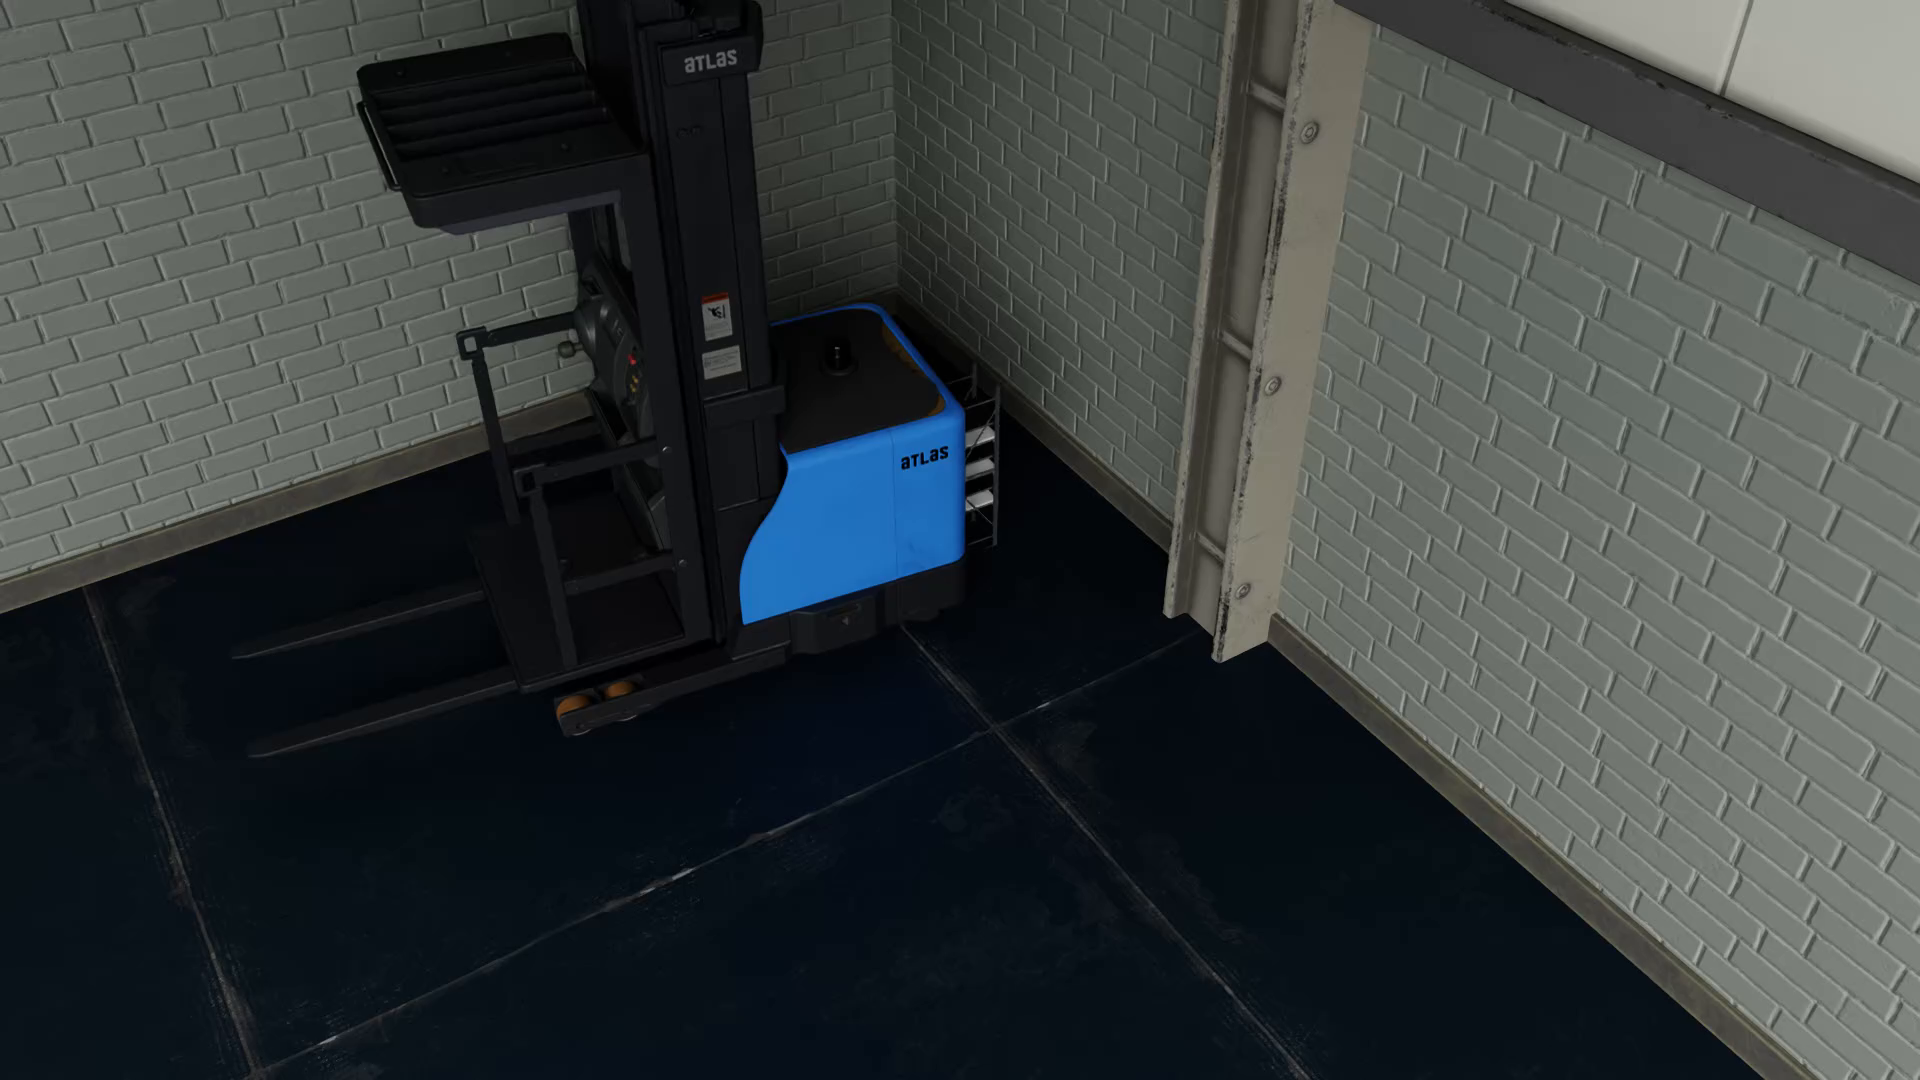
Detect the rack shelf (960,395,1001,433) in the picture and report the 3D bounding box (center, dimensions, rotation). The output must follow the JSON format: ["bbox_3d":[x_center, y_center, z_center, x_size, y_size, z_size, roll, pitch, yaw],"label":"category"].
[{"bbox_3d":[0.019,-0.526,7.368,0.258,0.077,0.200,-20,44,-22],"label":"rack shelf"}]

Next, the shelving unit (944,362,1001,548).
[{"bbox_3d":[0.019,-0.344,7.520,0.258,0.900,0.210,-20,44,-22],"label":"shelving unit"}]

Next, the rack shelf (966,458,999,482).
[{"bbox_3d":[0.019,-0.318,7.541,0.258,0.077,0.200,-20,44,-22],"label":"rack shelf"}]

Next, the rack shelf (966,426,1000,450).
[{"bbox_3d":[0.019,-0.457,7.426,0.258,0.077,0.200,-20,44,-22],"label":"rack shelf"}]

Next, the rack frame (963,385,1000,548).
[{"bbox_3d":[0.068,-0.287,7.452,0.240,0.900,0.006,-20,44,-22],"label":"rack frame"}]

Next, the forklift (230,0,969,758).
[{"bbox_3d":[-1.523,-0.710,6.373,3.031,2.935,1.130,-16,43,-19],"label":"forklift"}]

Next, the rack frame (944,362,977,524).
[{"bbox_3d":[-0.031,-0.401,7.588,0.240,0.900,0.006,-20,44,-22],"label":"rack frame"}]

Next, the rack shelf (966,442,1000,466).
[{"bbox_3d":[0.019,-0.387,7.484,0.258,0.077,0.200,-20,44,-22],"label":"rack shelf"}]

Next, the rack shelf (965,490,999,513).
[{"bbox_3d":[0.018,-0.180,7.656,0.258,0.077,0.200,-20,44,-22],"label":"rack shelf"}]

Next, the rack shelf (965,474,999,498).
[{"bbox_3d":[0.018,-0.249,7.599,0.258,0.077,0.200,-20,44,-22],"label":"rack shelf"}]

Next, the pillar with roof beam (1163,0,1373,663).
[{"bbox_3d":[-2.491,-1.602,2.703,9.100,9.000,0.400,-22,45,-24],"label":"pillar with roof beam"}]
